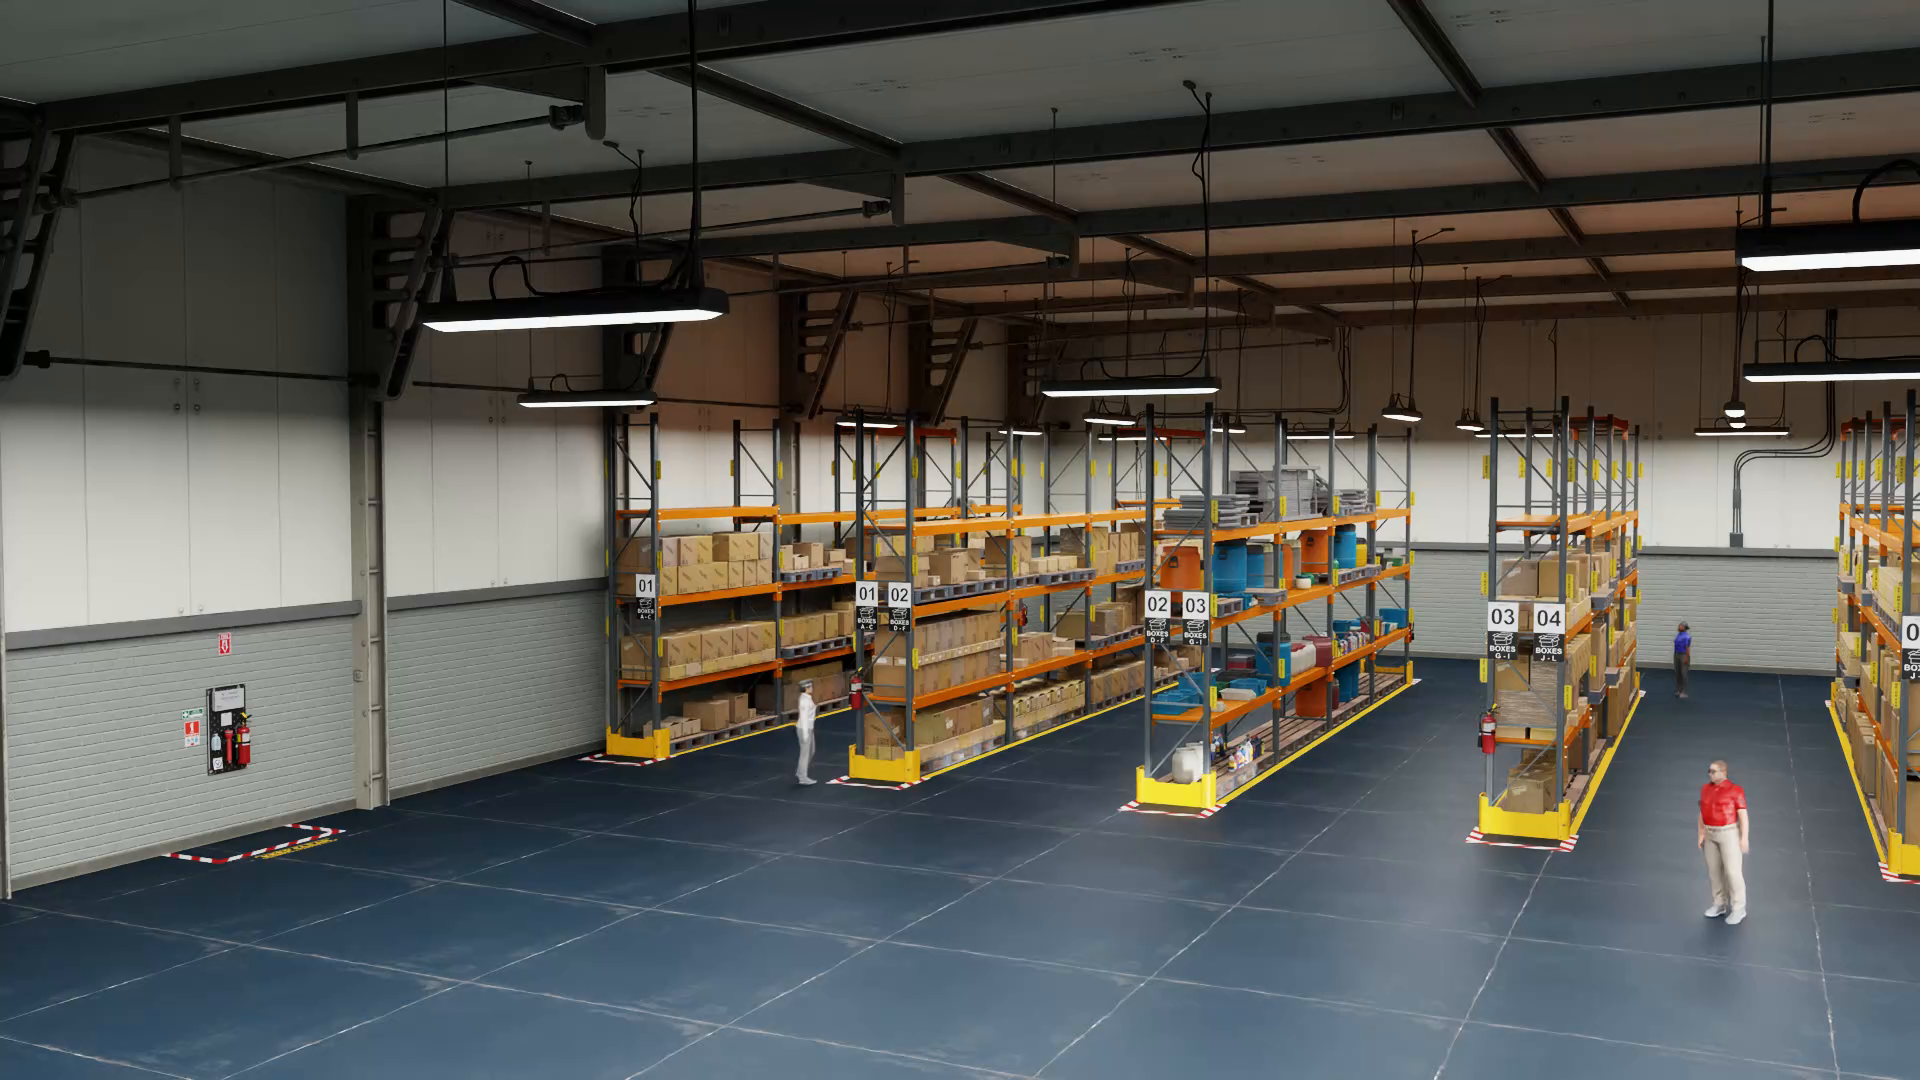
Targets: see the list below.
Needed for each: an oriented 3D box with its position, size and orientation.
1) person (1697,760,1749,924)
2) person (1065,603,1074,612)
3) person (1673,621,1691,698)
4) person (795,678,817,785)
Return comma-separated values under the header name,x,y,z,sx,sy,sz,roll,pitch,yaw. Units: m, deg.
name,x,y,z,sx,sy,sz,roll,pitch,yaw
person,8.523,3.363,18.643,0.413,1.761,0.622,-1,3,-29
person,2.777,2.423,41.499,0.530,1.693,0.385,-1,3,-17
person,15.915,2.648,36.801,0.480,1.691,0.497,-1,3,-27
person,-2.466,3.059,26.586,0.356,1.704,0.570,0,2,-5
